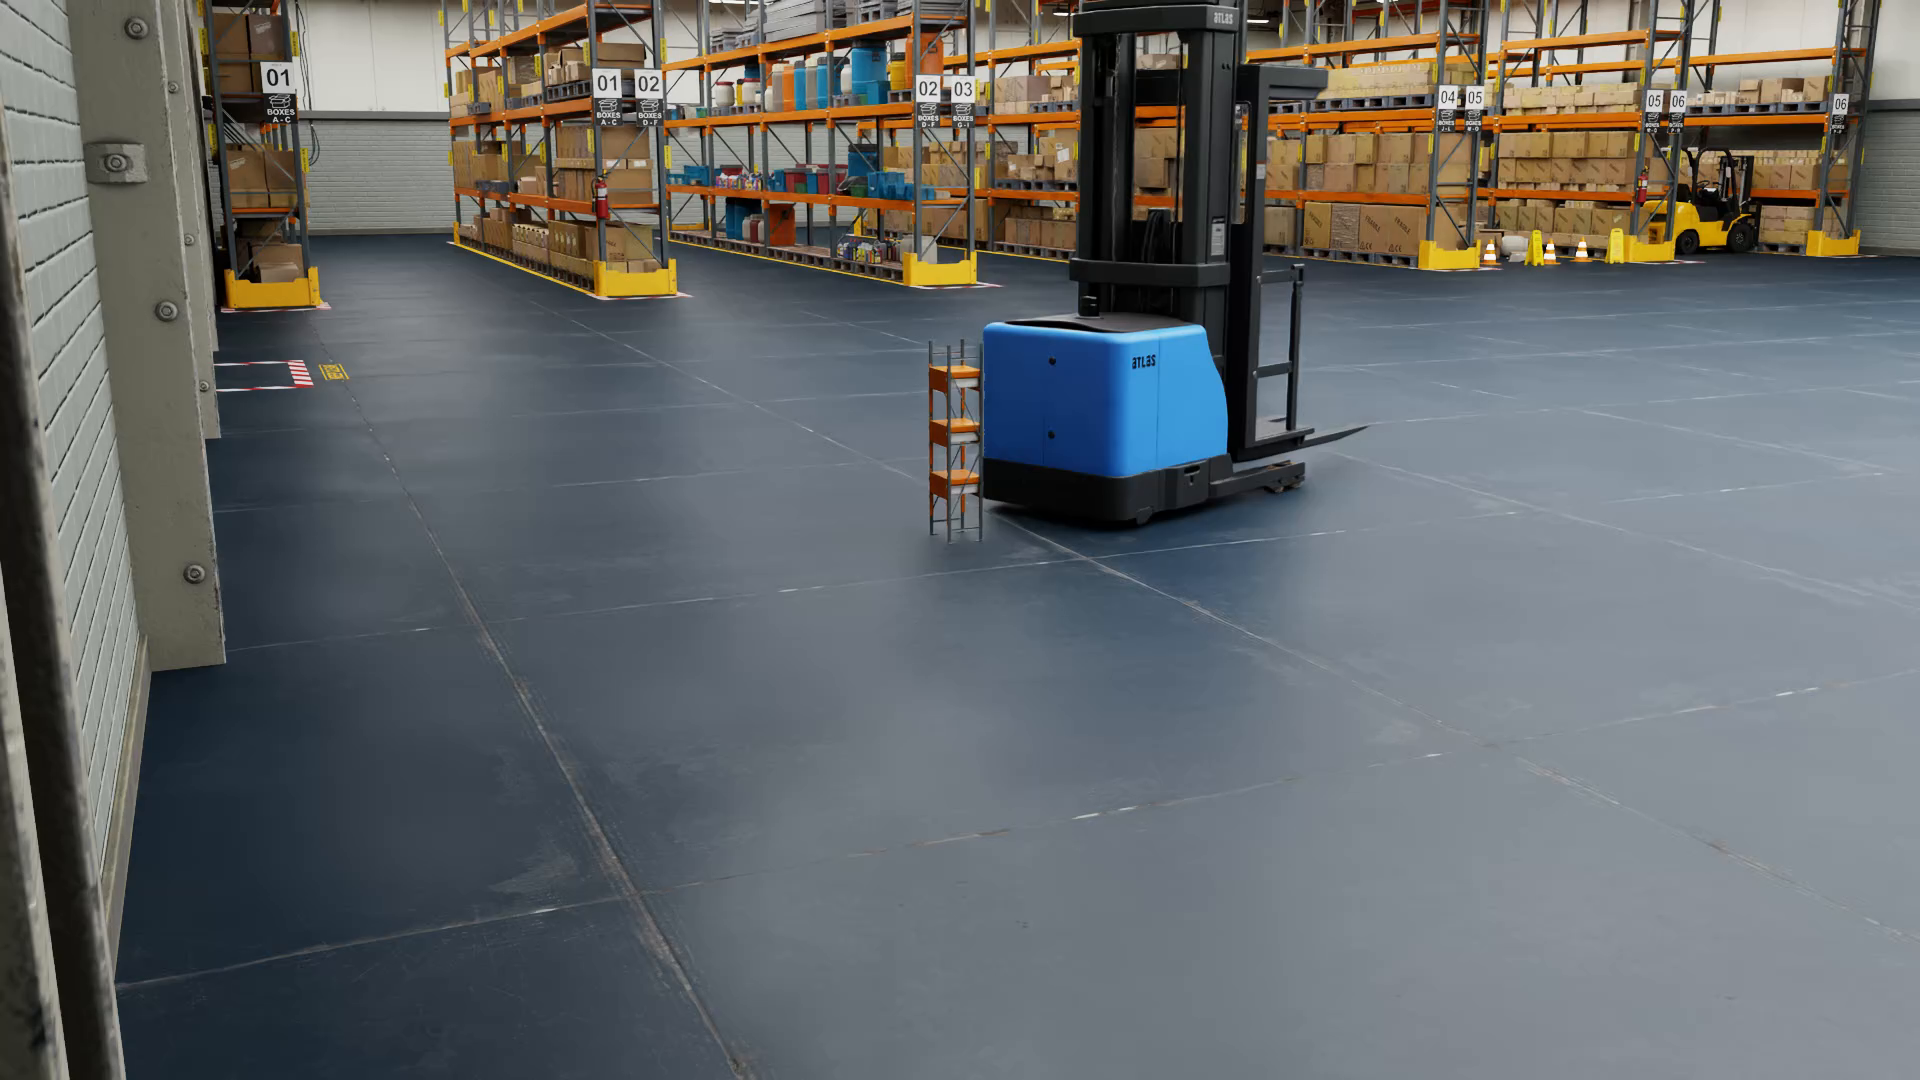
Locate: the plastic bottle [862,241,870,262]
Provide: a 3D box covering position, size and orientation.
[{"bbox_3d":[-1.585,-4.918,28.365,0.144,0.351,0.185,-5,14,-21],"label":"plastic bottle"}]

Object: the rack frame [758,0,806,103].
[{"bbox_3d":[-3.451,-10.113,32.606,1.000,3.000,0.127,-6,14,-23],"label":"rack frame"}]

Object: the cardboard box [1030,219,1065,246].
[{"bbox_3d":[1.841,-6.267,33.864,0.700,0.500,0.500,-4,14,-18],"label":"cardboard box"}]

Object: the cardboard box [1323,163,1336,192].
[{"bbox_3d":[7.674,-7.124,32.667,0.875,0.550,0.550,-6,14,-23],"label":"cardboard box"}]

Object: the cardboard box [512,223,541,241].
[{"bbox_3d":[-8.050,-5.747,30.970,0.500,0.311,0.500,-5,14,-21],"label":"cardboard box"}]

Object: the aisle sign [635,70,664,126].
[{"bbox_3d":[-4.480,-6.371,23.979,0.394,0.787,0.004,-6,14,-23],"label":"aisle sign"}]

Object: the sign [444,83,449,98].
[{"bbox_3d":[-11.693,-10.234,37.846,0.100,0.325,0.005,-6,14,-23],"label":"sign"}]

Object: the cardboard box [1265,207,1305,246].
[{"bbox_3d":[6.943,-6.467,34.216,1.050,0.750,0.750,-6,14,-23],"label":"cardboard box"}]

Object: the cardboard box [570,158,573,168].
[{"bbox_3d":[-5.939,-5.943,26.234,0.380,0.149,0.250,-6,14,-25],"label":"cardboard box"}]

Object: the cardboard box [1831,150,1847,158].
[{"bbox_3d":[17.980,-7.927,34.147,0.380,0.149,0.250,-6,14,-24],"label":"cardboard box"}]

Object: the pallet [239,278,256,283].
[{"bbox_3d":[-10.132,-3.722,24.484,1.003,0.211,1.213,-6,14,-23],"label":"pallet"}]

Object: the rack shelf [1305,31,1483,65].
[{"bbox_3d":[8.076,-9.202,31.155,1.077,0.370,4.000,-6,14,-23],"label":"rack shelf"}]

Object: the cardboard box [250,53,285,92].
[{"bbox_3d":[-9.229,-6.254,22.319,0.500,0.500,0.500,-5,14,-21],"label":"cardboard box"}]

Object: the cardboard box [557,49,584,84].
[{"bbox_3d":[-5.845,-7.350,25.850,0.797,0.503,0.637,-4,14,-17],"label":"cardboard box"}]

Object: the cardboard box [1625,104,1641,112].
[{"bbox_3d":[12.973,-8.267,31.841,0.380,0.149,0.250,-6,14,-23],"label":"cardboard box"}]

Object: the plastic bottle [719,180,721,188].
[{"bbox_3d":[-5.181,-7.755,36.167,0.097,0.201,0.097,0,13,0],"label":"plastic bottle"}]

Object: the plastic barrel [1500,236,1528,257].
[{"bbox_3d":[11.157,-5.914,33.485,0.512,0.421,0.421,4,14,16],"label":"plastic barrel"}]

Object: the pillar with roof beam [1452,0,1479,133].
[{"bbox_3d":[9.714,-12.567,43.211,9.100,9.000,0.548,-6,14,-23],"label":"pillar with roof beam"}]

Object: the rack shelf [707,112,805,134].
[{"bbox_3d":[-4.252,-8.714,34.811,1.077,0.370,4.000,-6,14,-23],"label":"rack shelf"}]

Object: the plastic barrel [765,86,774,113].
[{"bbox_3d":[-3.607,-8.614,32.535,0.421,0.512,0.421,0,13,0],"label":"plastic barrel"}]

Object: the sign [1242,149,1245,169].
[{"bbox_3d":[4.789,-6.455,28.189,0.100,0.325,0.005,-6,14,-23],"label":"sign"}]

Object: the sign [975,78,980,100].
[{"bbox_3d":[0.259,-7.052,26.013,0.100,0.325,0.005,-6,14,-23],"label":"sign"}]

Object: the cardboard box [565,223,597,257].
[{"bbox_3d":[-5.887,-4.713,26.086,0.500,0.500,0.500,-6,14,-23],"label":"cardboard box"}]

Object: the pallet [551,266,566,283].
[{"bbox_3d":[-6.109,-4.390,27.370,1.003,0.211,1.213,-6,14,-23],"label":"pallet"}]

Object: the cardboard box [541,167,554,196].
[{"bbox_3d":[-7.093,-6.338,29.380,0.500,0.500,0.500,-6,14,-23],"label":"cardboard box"}]

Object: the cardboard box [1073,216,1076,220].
[{"bbox_3d":[3.122,-8.224,42.482,0.380,0.149,0.250,-5,14,-20],"label":"cardboard box"}]

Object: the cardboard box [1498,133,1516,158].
[{"bbox_3d":[11.747,-8.276,34.877,0.700,0.500,0.500,-6,14,-24],"label":"cardboard box"}]

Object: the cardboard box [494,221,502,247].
[{"bbox_3d":[-9.004,-6.127,33.257,0.500,0.500,0.500,-6,14,-25],"label":"cardboard box"}]

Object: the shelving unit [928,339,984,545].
[{"bbox_3d":[-0.021,-0.523,8.799,0.215,1.050,0.252,-6,14,-23],"label":"shelving unit"}]

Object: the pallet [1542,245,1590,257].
[{"bbox_3d":[12.564,-5.959,34.150,1.003,0.211,1.213,-6,14,-23],"label":"pallet"}]

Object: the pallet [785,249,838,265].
[{"bbox_3d":[-2.691,-5.416,31.803,1.003,0.211,1.213,-6,14,-23],"label":"pallet"}]

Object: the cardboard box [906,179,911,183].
[{"bbox_3d":[-1.041,-8.428,39.189,0.380,0.149,0.250,-5,14,-22],"label":"cardboard box"}]

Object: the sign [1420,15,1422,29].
[{"bbox_3d":[10.661,-12.000,38.513,0.100,0.325,0.005,-6,14,-23],"label":"sign"}]

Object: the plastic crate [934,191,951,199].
[{"bbox_3d":[-0.310,-5.622,27.095,0.298,0.136,0.250,-6,14,-23],"label":"plastic crate"}]

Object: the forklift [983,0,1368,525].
[{"bbox_3d":[1.482,-1.781,10.064,1.130,2.935,3.031,12,17,41],"label":"forklift"}]

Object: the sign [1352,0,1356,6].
[{"bbox_3d":[7.793,-10.738,32.885,0.100,0.325,0.005,-6,14,-23],"label":"sign"}]

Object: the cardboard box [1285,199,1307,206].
[{"bbox_3d":[8.887,-8.407,42.324,0.875,0.875,0.875,-5,14,-21],"label":"cardboard box"}]

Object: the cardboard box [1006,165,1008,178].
[{"bbox_3d":[1.142,-7.811,35.744,0.500,0.500,0.500,-5,14,-21],"label":"cardboard box"}]

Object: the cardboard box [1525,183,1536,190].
[{"bbox_3d":[11.952,-7.336,34.469,0.380,0.149,0.250,-5,14,-21],"label":"cardboard box"}]

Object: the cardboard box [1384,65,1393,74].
[{"bbox_3d":[8.026,-8.641,30.536,0.380,0.149,0.250,-6,14,-23],"label":"cardboard box"}]

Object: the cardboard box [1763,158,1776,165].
[{"bbox_3d":[17.106,-7.952,34.916,0.380,0.149,0.250,-6,14,-25],"label":"cardboard box"}]

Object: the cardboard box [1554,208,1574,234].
[{"bbox_3d":[12.404,-6.464,33.651,0.500,0.500,0.500,-6,14,-24],"label":"cardboard box"}]

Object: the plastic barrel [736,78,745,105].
[{"bbox_3d":[-4.502,-9.604,35.711,0.600,0.588,0.600,0,13,0],"label":"plastic barrel"}]

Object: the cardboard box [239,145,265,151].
[{"bbox_3d":[-12.220,-6.740,28.705,0.380,0.149,0.250,-8,15,-32],"label":"cardboard box"}]

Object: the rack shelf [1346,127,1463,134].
[{"bbox_3d":[12.310,-11.332,46.122,1.077,0.370,4.000,-6,14,-23],"label":"rack shelf"}]

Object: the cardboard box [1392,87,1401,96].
[{"bbox_3d":[8.129,-8.199,30.396,0.380,0.149,0.250,-5,14,-22],"label":"cardboard box"}]

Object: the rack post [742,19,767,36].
[{"bbox_3d":[-3.779,-10.222,33.245,0.954,0.300,0.937,-6,14,-23],"label":"rack post"}]

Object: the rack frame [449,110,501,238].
[{"bbox_3d":[-11.196,-8.396,38.494,1.000,3.000,0.127,-6,14,-23],"label":"rack frame"}]

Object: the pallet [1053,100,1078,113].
[{"bbox_3d":[2.540,-8.318,31.921,1.213,0.211,1.003,-6,14,-23],"label":"pallet"}]

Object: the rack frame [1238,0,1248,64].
[{"bbox_3d":[4.292,-8.907,27.398,1.000,3.000,0.127,-6,14,-23],"label":"rack frame"}]

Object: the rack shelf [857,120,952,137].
[{"bbox_3d":[-1.316,-9.988,40.314,1.077,0.370,4.000,-6,14,-23],"label":"rack shelf"}]

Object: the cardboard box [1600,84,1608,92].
[{"bbox_3d":[12.724,-8.815,32.441,0.380,0.149,0.250,-6,14,-23],"label":"cardboard box"}]

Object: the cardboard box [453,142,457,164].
[{"bbox_3d":[-11.260,-8.816,37.871,0.500,0.500,0.500,-5,14,-21],"label":"cardboard box"}]
